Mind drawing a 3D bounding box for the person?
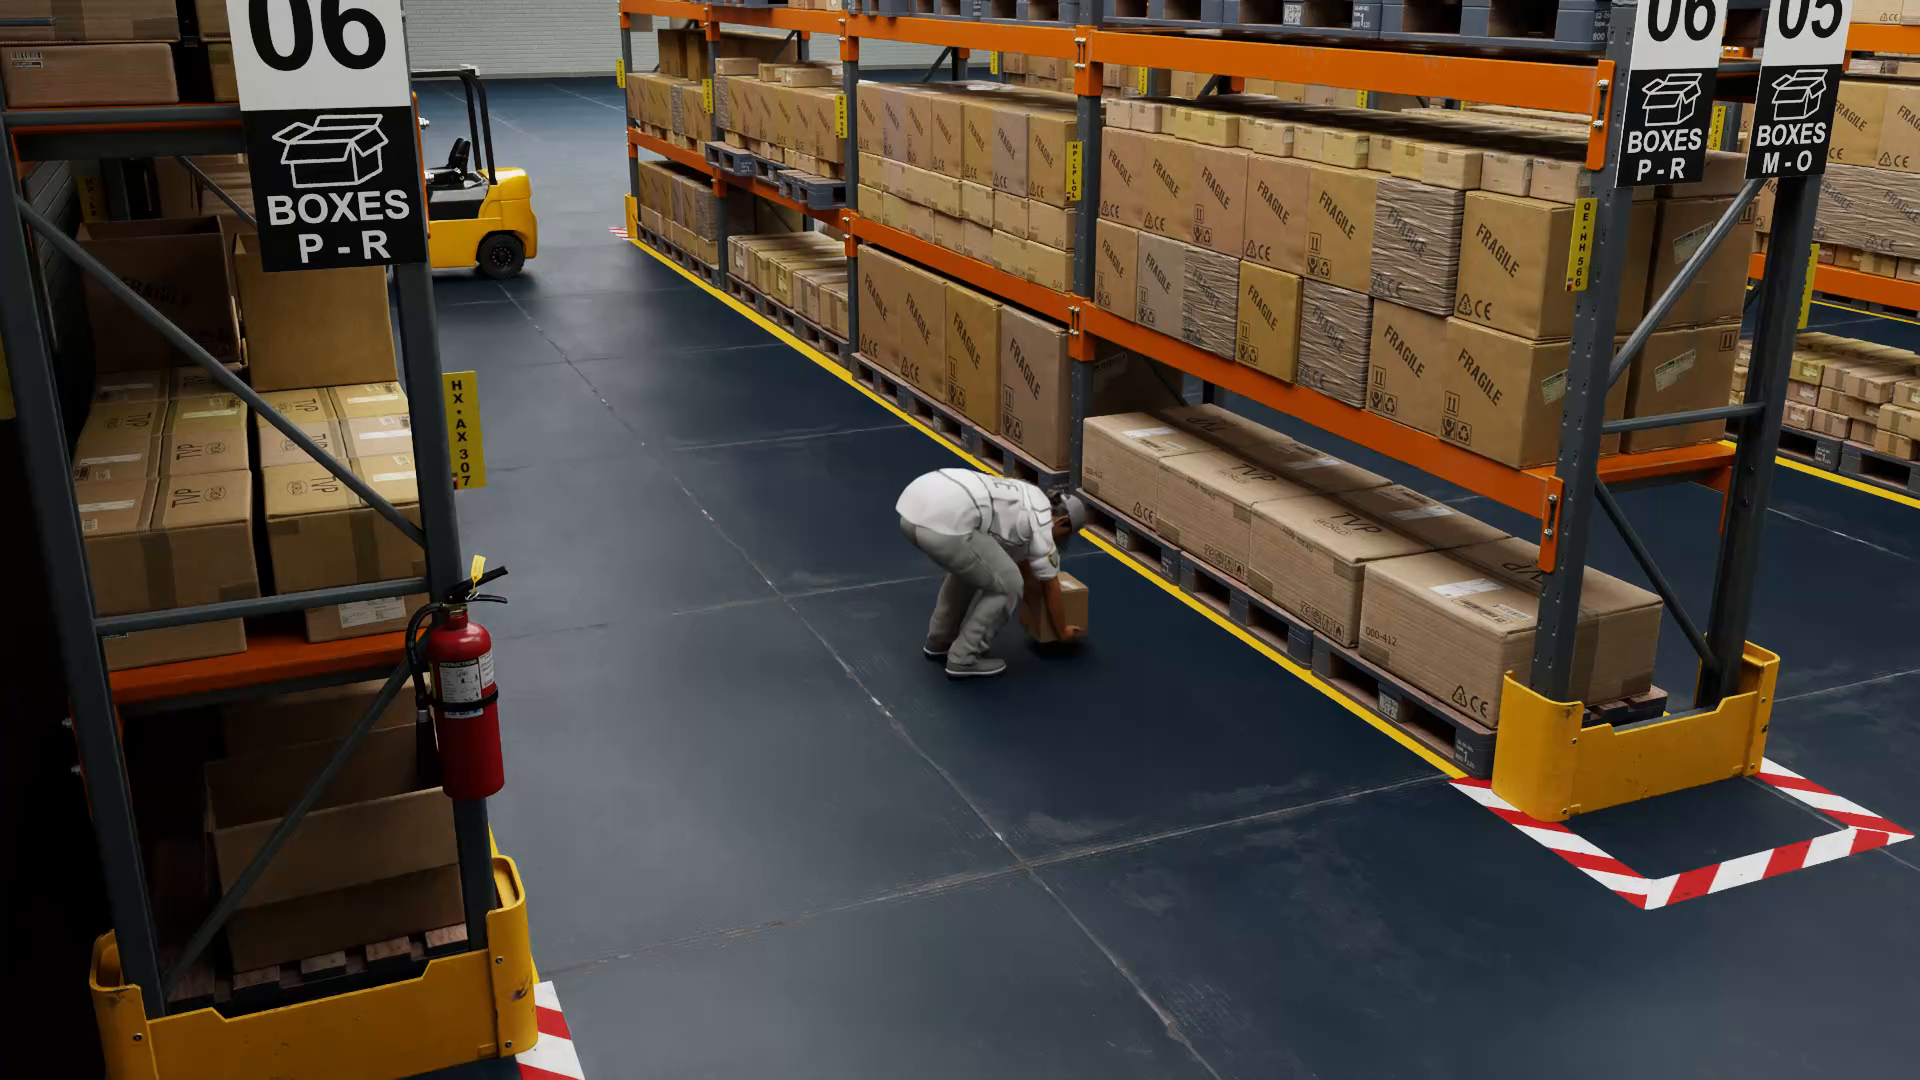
[{"bbox_3d":[0.168,0.113,7.831,0.938,0.953,0.512,-9,21,-25],"label":"person"}]
